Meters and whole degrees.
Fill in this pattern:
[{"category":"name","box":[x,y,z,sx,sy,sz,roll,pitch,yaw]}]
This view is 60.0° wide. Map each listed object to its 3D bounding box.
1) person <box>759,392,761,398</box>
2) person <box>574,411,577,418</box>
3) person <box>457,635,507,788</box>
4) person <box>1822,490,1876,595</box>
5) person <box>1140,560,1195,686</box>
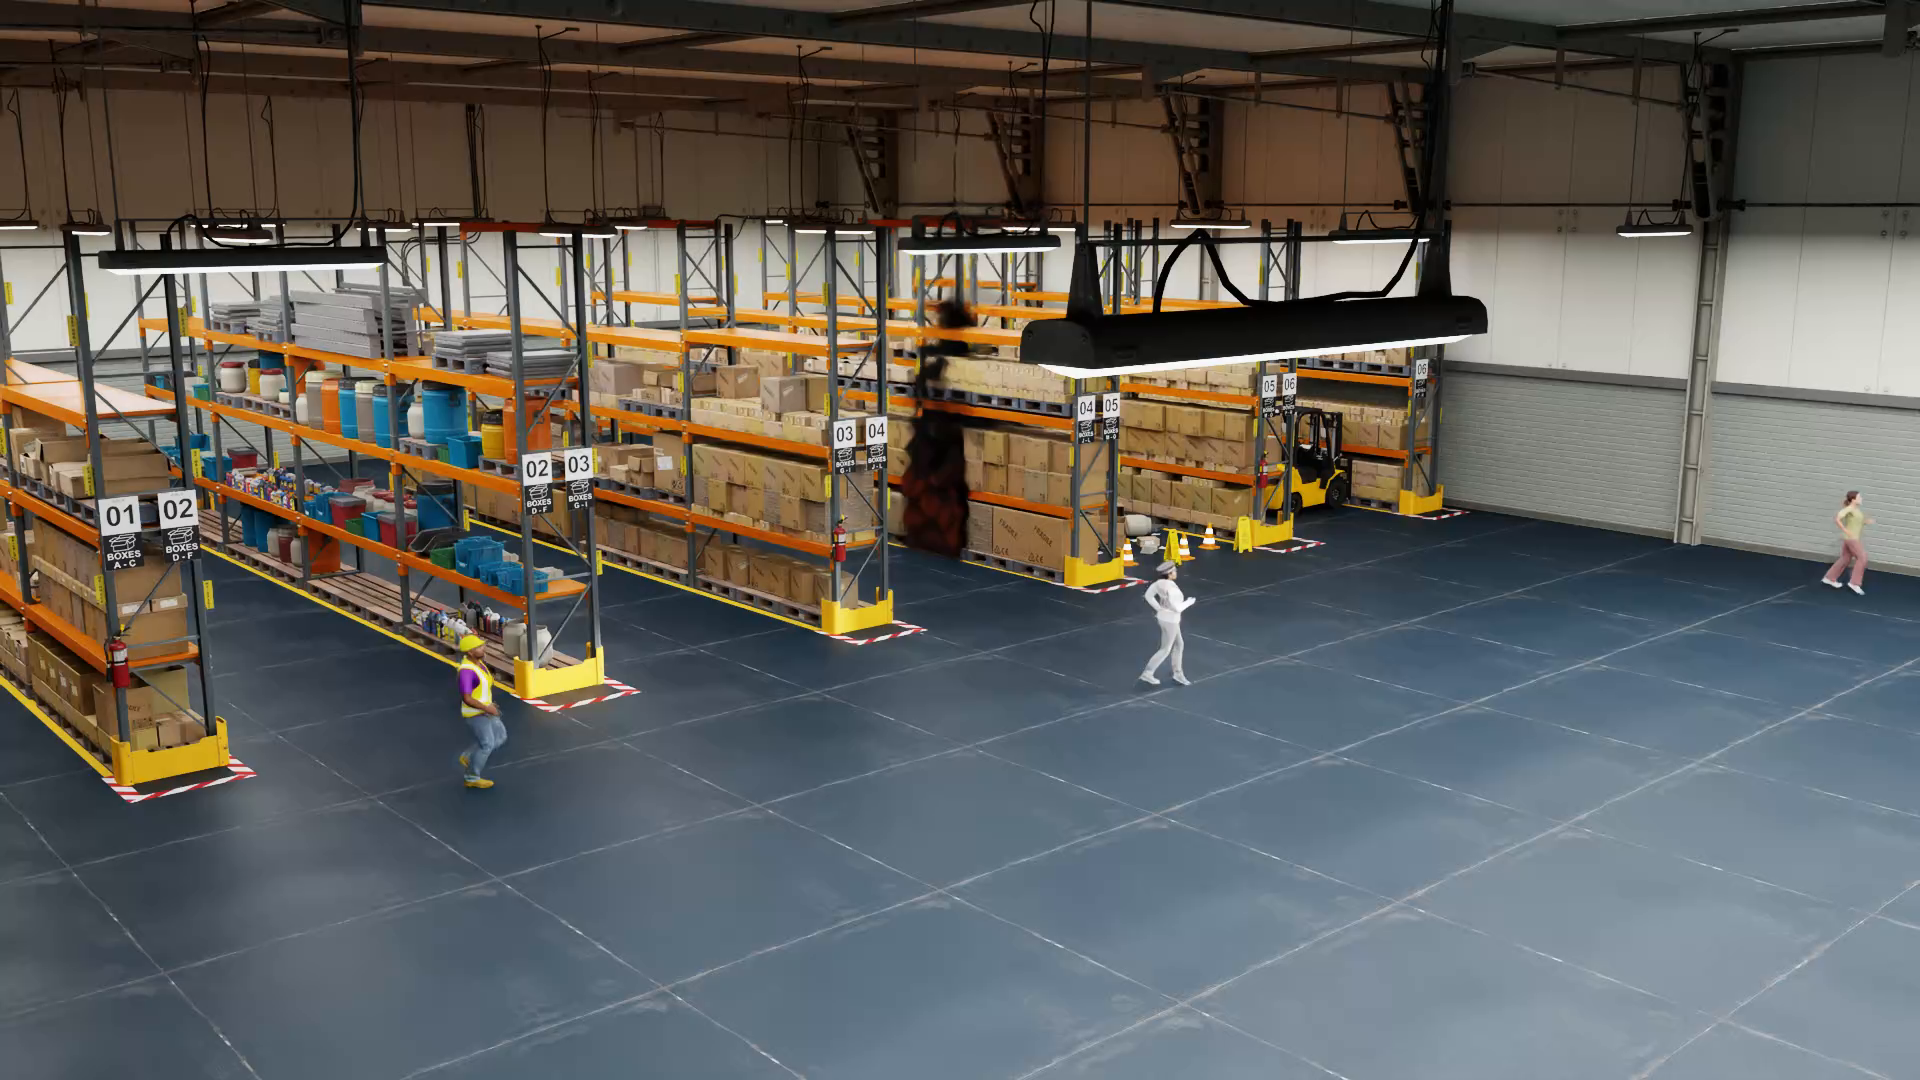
[{"category":"person","box":[-5.272,-3.466,44.514,1.023,1.729,0.769,0,11,1]},{"category":"person","box":[-8.896,-2.134,38.104,0.686,1.832,0.735,-8,14,-36]},{"category":"person","box":[-5.278,1.871,18.266,0.523,1.724,0.706,-2,12,-9]},{"category":"person","box":[14.706,0.046,27.491,0.690,1.693,0.560,7,13,30]},{"category":"person","box":[2.738,1.122,21.989,0.740,1.743,0.600,-2,12,-10]}]
